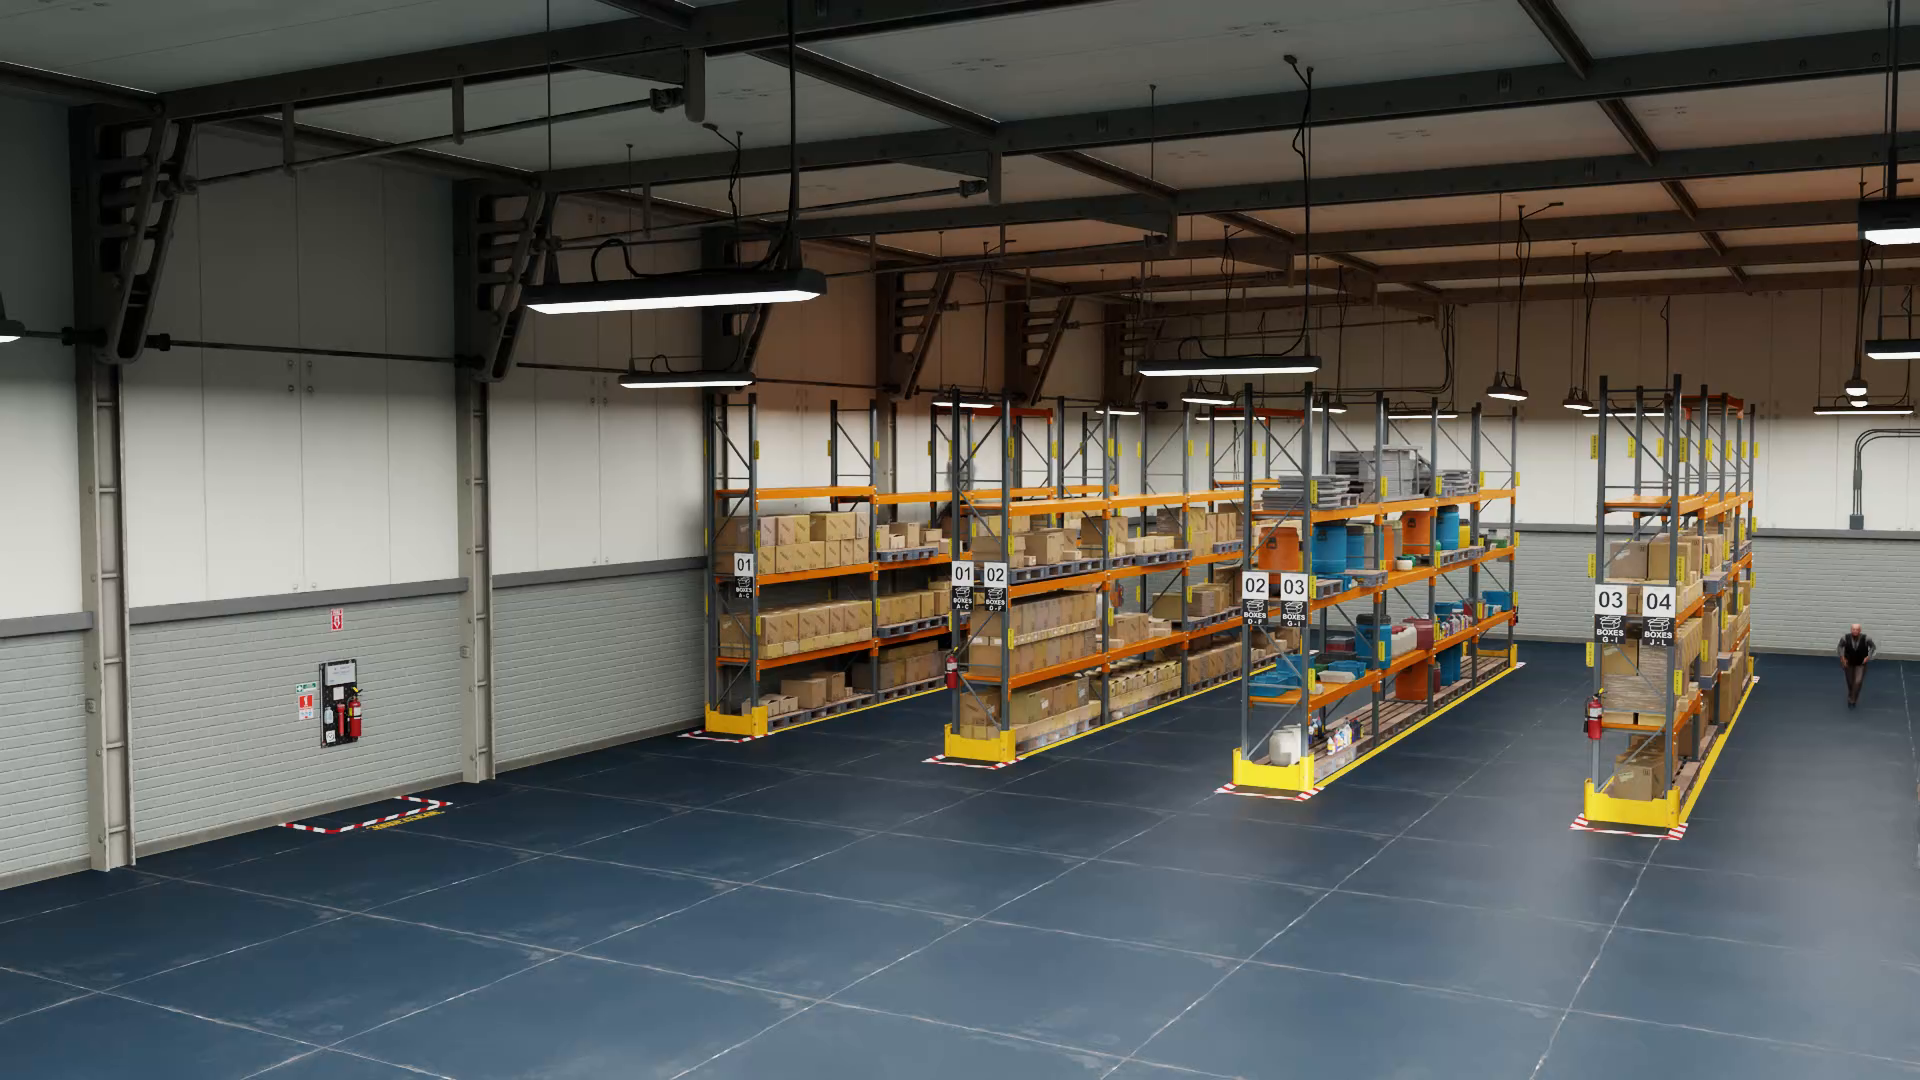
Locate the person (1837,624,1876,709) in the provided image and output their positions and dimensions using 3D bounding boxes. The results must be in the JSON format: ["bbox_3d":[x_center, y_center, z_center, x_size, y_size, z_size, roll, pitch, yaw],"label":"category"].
[{"bbox_3d":[17.484,2.445,32.451,0.664,1.675,0.905,2,3,27],"label":"person"}]

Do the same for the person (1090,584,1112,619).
[{"bbox_3d":[3.003,1.895,37.125,0.694,1.640,0.642,1,3,20],"label":"person"}]
